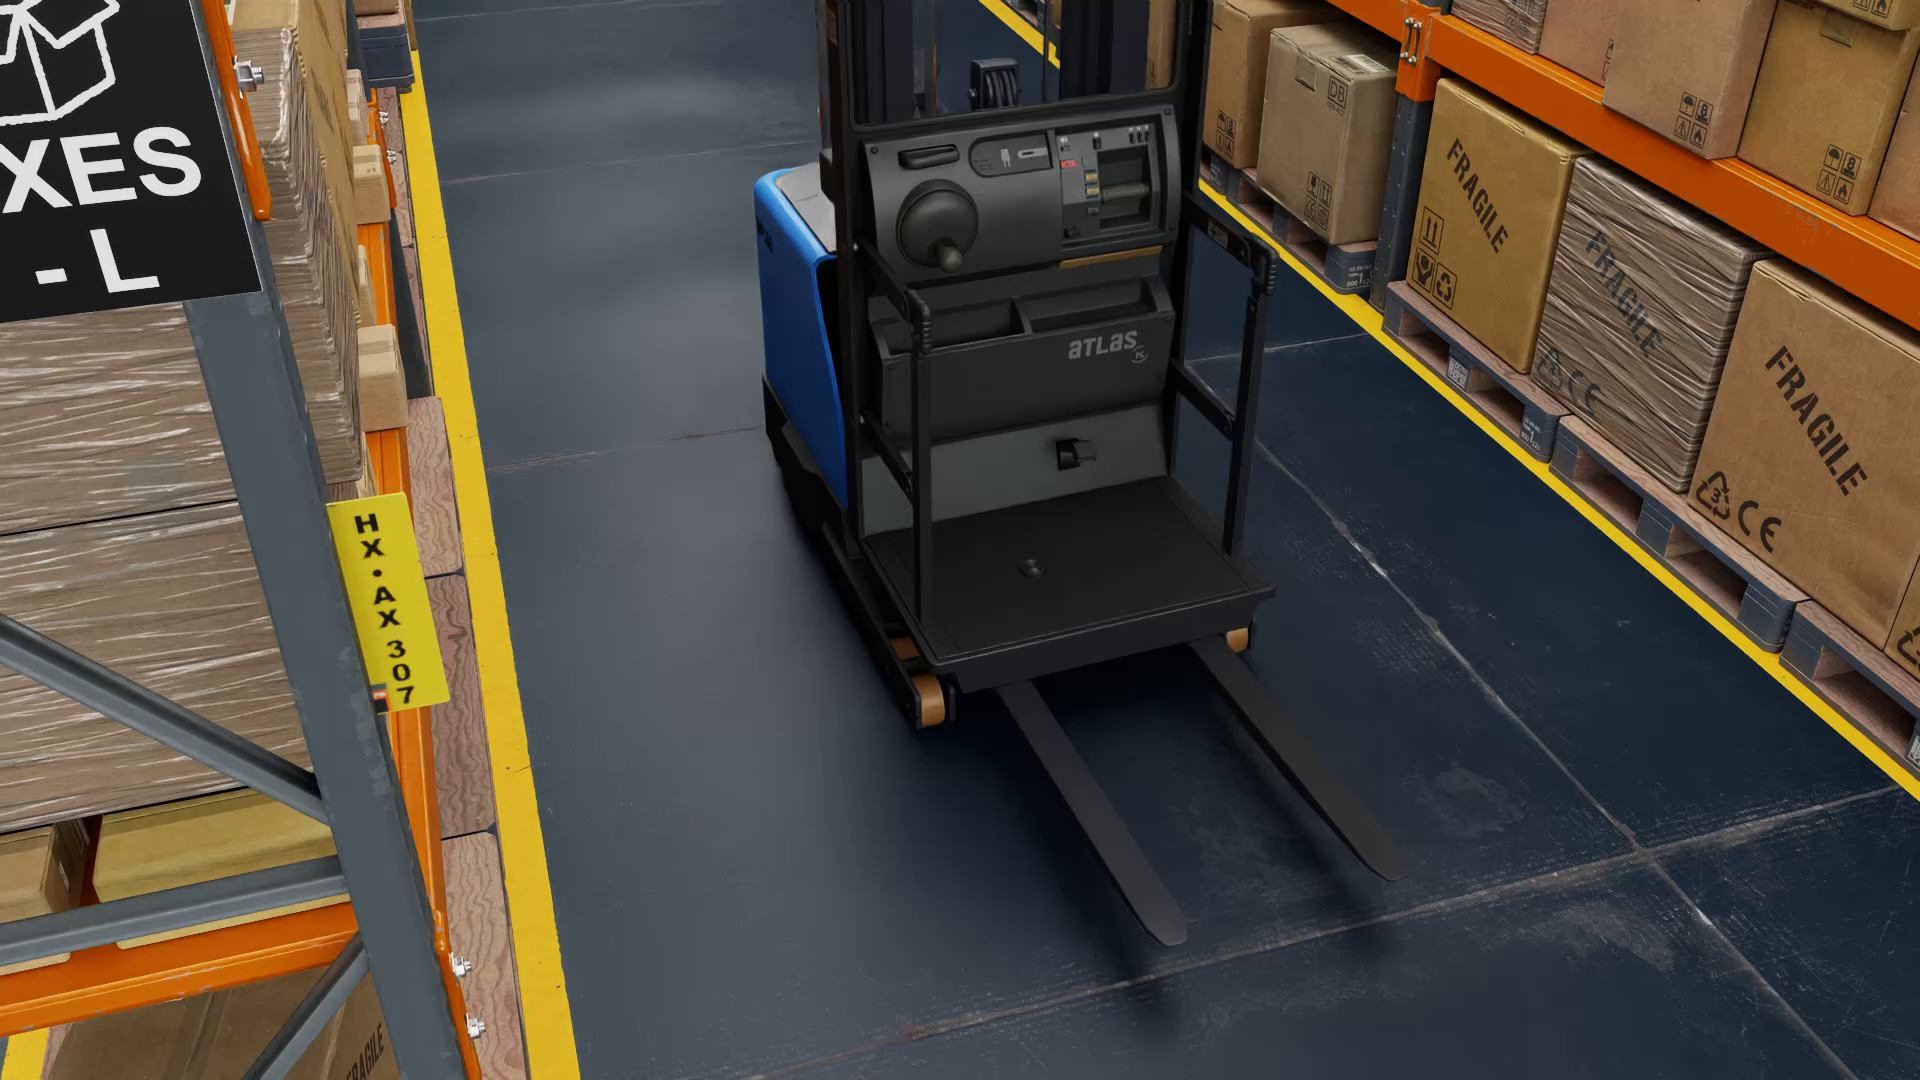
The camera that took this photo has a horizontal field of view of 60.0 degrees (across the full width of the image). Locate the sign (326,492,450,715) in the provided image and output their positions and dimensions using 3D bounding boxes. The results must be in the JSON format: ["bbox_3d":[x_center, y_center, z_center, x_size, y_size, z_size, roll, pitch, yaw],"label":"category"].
[{"bbox_3d":[-0.727,0.086,2.114,0.100,0.325,0.005,-10,35,-15],"label":"sign"}]

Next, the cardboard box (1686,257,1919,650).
[{"bbox_3d":[2.971,-0.338,5.087,0.875,0.875,0.875,-11,35,-15],"label":"cardboard box"}]

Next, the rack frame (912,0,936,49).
[{"bbox_3d":[-0.292,-1.681,6.389,0.400,2.100,0.015,0,33,0],"label":"rack frame"}]

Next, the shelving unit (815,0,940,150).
[{"bbox_3d":[-0.292,-1.546,6.185,0.431,2.100,0.503,0,33,0],"label":"shelving unit"}]

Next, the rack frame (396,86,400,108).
[{"bbox_3d":[-3.684,-3.662,8.571,1.000,3.000,0.127,-10,35,-15],"label":"rack frame"}]

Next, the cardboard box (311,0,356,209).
[{"bbox_3d":[-1.452,-0.905,3.131,0.500,0.500,0.500,-10,35,-15],"label":"cardboard box"}]

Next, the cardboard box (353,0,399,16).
[{"bbox_3d":[-2.573,-2.428,5.778,1.000,1.000,1.000,-10,35,-14],"label":"cardboard box"}]

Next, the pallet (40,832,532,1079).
[{"bbox_3d":[-1.481,1.229,3.698,1.003,0.211,1.213,-10,35,-15],"label":"pallet"}]

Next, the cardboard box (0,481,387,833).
[{"bbox_3d":[-1.385,0.079,2.549,0.875,0.500,0.500,-10,35,-15],"label":"cardboard box"}]

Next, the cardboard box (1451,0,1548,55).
[{"bbox_3d":[2.415,-2.214,6.243,0.875,0.550,0.550,-10,35,-15],"label":"cardboard box"}]

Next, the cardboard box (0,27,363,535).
[{"bbox_3d":[-1.152,-0.379,2.336,0.500,0.500,0.500,-10,35,-15],"label":"cardboard box"}]

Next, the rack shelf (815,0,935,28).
[{"bbox_3d":[-0.293,-2.119,5.807,0.431,0.518,0.480,0,33,0],"label":"rack shelf"}]

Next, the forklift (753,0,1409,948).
[{"bbox_3d":[0.266,-0.928,4.496,1.130,2.935,3.031,-12,35,-17],"label":"forklift"}]

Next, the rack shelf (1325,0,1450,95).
[{"bbox_3d":[1.681,-3.093,8.362,1.077,0.370,4.000,-10,35,-15],"label":"rack shelf"}]

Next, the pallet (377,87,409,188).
[{"bbox_3d":[-3.447,-2.088,8.718,1.003,0.211,1.213,-10,35,-15],"label":"pallet"}]

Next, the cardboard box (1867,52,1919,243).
[{"bbox_3d":[3.115,-1.093,4.547,0.875,0.550,0.550,-10,35,-15],"label":"cardboard box"}]

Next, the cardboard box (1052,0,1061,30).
[{"bbox_3d":[1.171,-3.345,9.750,1.050,0.750,0.750,-10,35,-15],"label":"cardboard box"}]

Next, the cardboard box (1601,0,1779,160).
[{"bbox_3d":[2.657,-1.625,5.353,0.875,0.550,0.550,-10,35,-15],"label":"cardboard box"}]

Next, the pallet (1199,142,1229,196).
[{"bbox_3d":[1.608,-2.213,8.908,1.003,0.211,1.213,-10,35,-15],"label":"pallet"}]

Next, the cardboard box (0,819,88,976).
[{"bbox_3d":[-1.527,0.528,2.458,0.380,0.149,0.250,-10,35,-15],"label":"cardboard box"}]

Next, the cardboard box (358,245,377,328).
[{"bbox_3d":[-1.675,-0.603,4.170,0.380,0.149,0.250,-10,35,-15],"label":"cardboard box"}]

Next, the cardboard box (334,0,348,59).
[{"bbox_3d":[-1.759,-1.430,3.925,0.500,0.500,0.500,-10,35,-15],"label":"cardboard box"}]

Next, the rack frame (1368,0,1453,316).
[{"bbox_3d":[2.291,-2.343,6.575,1.000,3.000,0.127,-10,35,-15],"label":"rack frame"}]

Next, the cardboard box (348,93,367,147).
[{"bbox_3d":[-2.051,-1.261,5.165,0.380,0.149,0.250,-10,35,-15],"label":"cardboard box"}]

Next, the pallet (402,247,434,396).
[{"bbox_3d":[-2.703,-0.807,6.780,1.003,0.211,1.213,-10,35,-15],"label":"pallet"}]

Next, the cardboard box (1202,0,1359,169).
[{"bbox_3d":[1.725,-2.397,8.317,1.050,0.750,0.750,-10,35,-15],"label":"cardboard box"}]

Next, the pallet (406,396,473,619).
[{"bbox_3d":[-2.225,-0.052,5.637,1.003,0.211,1.213,-10,35,-15],"label":"pallet"}]

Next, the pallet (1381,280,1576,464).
[{"bbox_3d":[2.448,-0.767,6.719,1.003,0.211,1.213,-10,35,-15],"label":"pallet"}]

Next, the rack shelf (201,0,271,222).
[{"bbox_3d":[-1.854,-1.463,3.175,1.077,0.370,4.000,-10,35,-15],"label":"rack shelf"}]

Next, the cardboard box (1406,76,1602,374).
[{"bbox_3d":[2.416,-1.290,6.527,0.875,0.875,0.875,-9,35,-14],"label":"cardboard box"}]

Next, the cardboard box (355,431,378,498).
[{"bbox_3d":[-1.389,-0.075,3.371,0.380,0.149,0.250,-10,35,-15],"label":"cardboard box"}]

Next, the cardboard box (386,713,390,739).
[{"bbox_3d":[-1.161,0.319,2.774,0.380,0.149,0.250,-10,35,-15],"label":"cardboard box"}]

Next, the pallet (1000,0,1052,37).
[{"bbox_3d":[0.834,-3.690,11.143,1.003,0.211,1.213,-10,35,-15],"label":"pallet"}]

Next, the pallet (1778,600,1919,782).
[{"bbox_3d":[3.192,0.514,4.781,1.003,0.211,1.213,-10,35,-15],"label":"pallet"}]
